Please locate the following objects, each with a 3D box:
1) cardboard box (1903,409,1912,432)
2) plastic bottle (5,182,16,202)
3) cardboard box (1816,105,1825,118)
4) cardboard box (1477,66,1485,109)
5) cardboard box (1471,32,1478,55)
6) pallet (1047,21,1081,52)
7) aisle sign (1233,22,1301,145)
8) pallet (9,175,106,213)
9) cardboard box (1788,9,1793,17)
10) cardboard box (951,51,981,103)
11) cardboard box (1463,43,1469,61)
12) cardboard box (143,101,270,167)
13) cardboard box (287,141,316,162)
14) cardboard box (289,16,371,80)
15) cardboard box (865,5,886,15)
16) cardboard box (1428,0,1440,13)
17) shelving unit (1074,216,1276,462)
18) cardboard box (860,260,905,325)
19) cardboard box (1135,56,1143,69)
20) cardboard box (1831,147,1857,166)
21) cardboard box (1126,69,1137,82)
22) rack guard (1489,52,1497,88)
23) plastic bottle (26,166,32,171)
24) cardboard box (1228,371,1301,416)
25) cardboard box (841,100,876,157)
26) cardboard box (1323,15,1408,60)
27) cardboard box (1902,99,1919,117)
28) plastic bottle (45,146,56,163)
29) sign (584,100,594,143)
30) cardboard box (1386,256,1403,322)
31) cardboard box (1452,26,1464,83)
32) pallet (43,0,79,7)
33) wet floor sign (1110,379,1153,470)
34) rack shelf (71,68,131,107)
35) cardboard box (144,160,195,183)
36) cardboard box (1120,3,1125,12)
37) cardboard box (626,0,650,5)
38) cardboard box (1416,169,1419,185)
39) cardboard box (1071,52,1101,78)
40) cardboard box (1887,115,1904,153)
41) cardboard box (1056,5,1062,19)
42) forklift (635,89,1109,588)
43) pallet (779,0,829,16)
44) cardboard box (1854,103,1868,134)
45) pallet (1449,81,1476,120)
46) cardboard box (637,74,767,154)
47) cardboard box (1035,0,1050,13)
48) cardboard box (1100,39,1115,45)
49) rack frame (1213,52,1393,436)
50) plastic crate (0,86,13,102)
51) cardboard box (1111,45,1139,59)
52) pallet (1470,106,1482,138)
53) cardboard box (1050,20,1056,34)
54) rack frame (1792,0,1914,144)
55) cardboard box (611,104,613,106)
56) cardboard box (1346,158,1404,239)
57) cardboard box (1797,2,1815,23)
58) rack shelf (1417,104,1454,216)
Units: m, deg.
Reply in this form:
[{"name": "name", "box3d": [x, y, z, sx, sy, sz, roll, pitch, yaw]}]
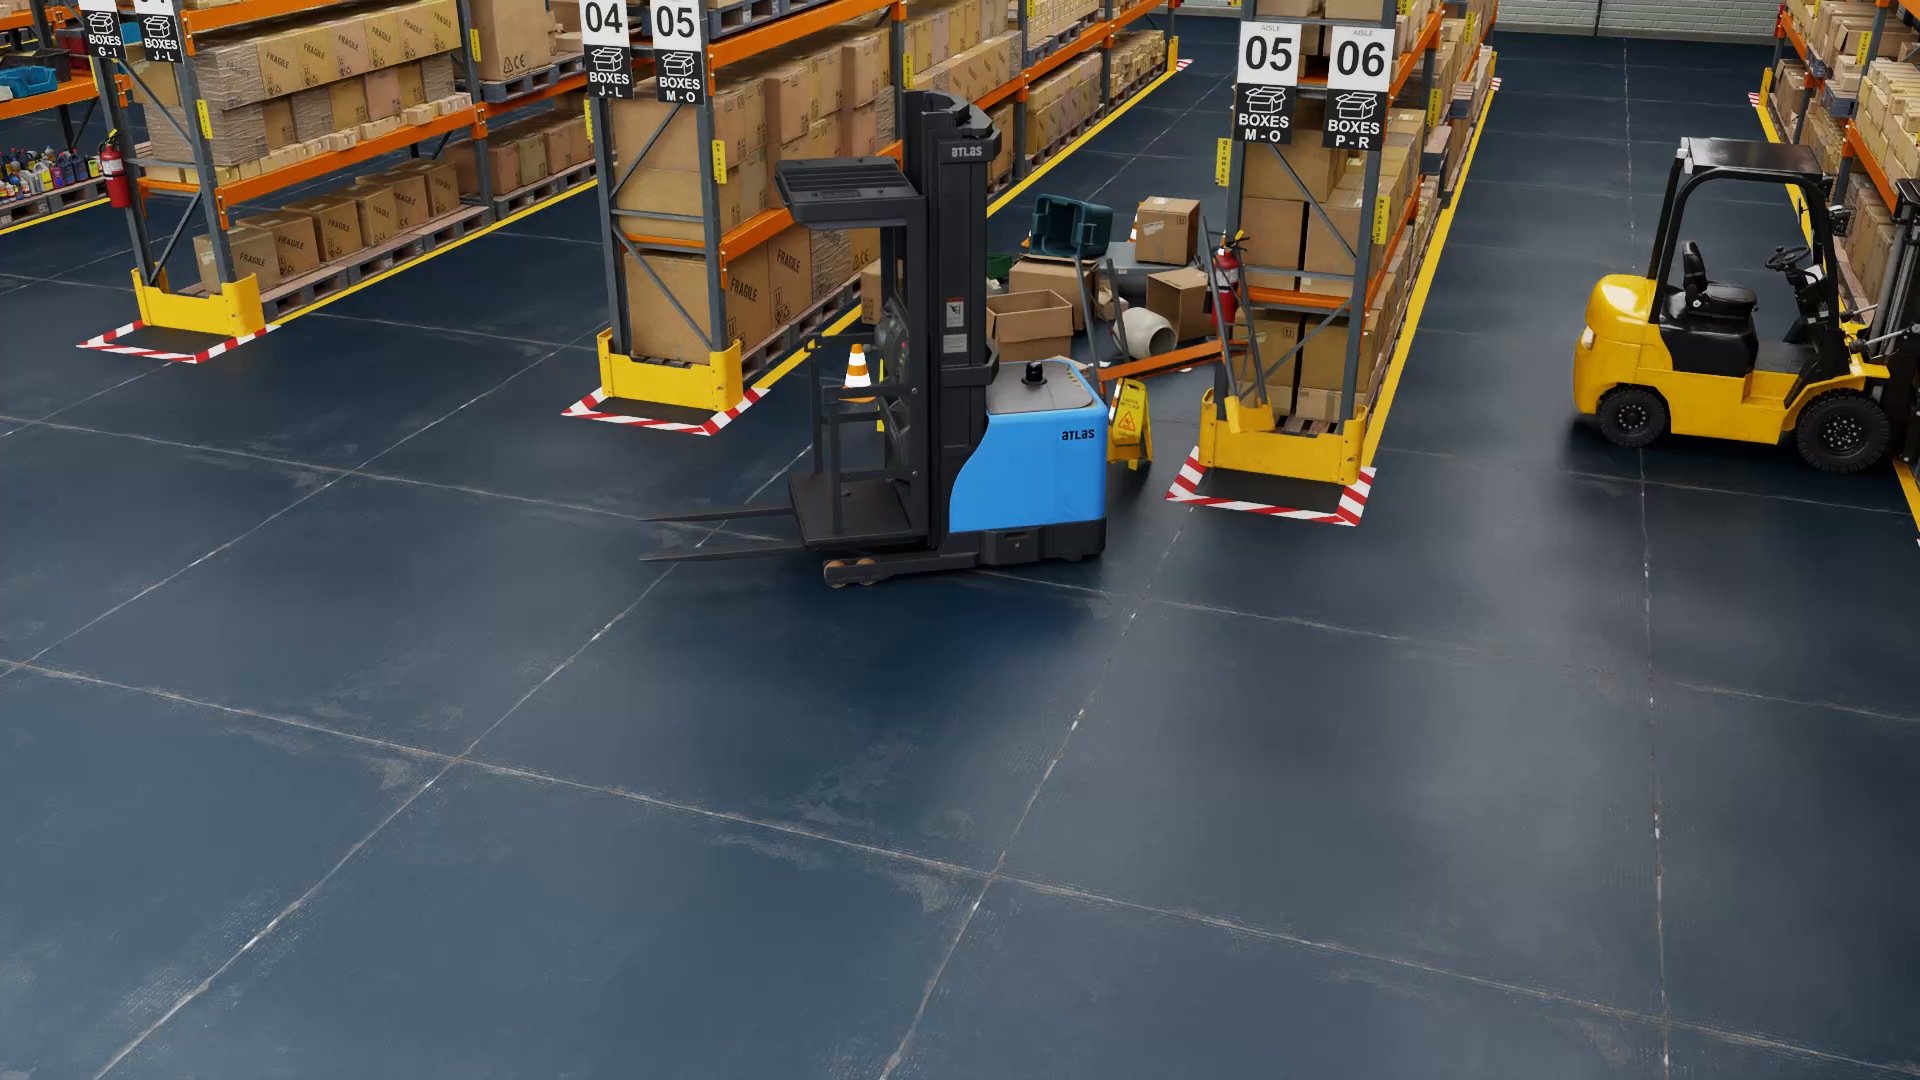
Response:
[{"name": "cardboard box", "box3d": [7.387, -0.960, 12.464, 0.500, 0.250, 0.500, 10, 27, 19]}, {"name": "plastic bottle", "box3d": [-10.593, -3.880, 18.529, 0.097, 0.201, 0.097, 0, 26, 0]}, {"name": "cardboard box", "box3d": [10.631, -5.199, 20.188, 0.380, 0.149, 0.250, 8, 27, 16]}, {"name": "cardboard box", "box3d": [6.946, -6.442, 23.570, 0.875, 0.438, 0.875, 8, 27, 16]}, {"name": "cardboard box", "box3d": [6.257, -6.298, 20.987, 0.500, 0.250, 0.500, 8, 27, 17]}, {"name": "pallet", "box3d": [0.926, -6.561, 21.579, 1.003, 0.211, 1.213, 9, 27, 17]}, {"name": "aisle sign", "box3d": [2.052, -3.051, 11.125, 0.394, 0.787, 0.004, 9, 27, 17]}, {"name": "pallet", "box3d": [-10.602, -4.138, 19.555, 1.003, 0.211, 1.213, 9, 27, 17]}, {"name": "cardboard box", "box3d": [11.984, -7.512, 23.612, 0.380, 0.149, 0.250, 9, 27, 17]}, {"name": "cardboard box", "box3d": [-0.091, -5.027, 18.077, 0.500, 0.500, 0.500, 9, 27, 18]}, {"name": "cardboard box", "box3d": [5.582, -5.694, 19.166, 0.500, 0.250, 0.500, 9, 27, 19]}, {"name": "cardboard box", "box3d": [-6.791, -3.702, 14.998, 0.875, 0.500, 0.500, 9, 27, 17]}, {"name": "cardboard box", "box3d": [-6.328, -3.679, 15.694, 0.380, 0.149, 0.250, 9, 27, 17]}, {"name": "cardboard box", "box3d": [-6.061, -4.733, 15.980, 0.500, 0.500, 0.500, 9, 27, 17]}, {"name": "cardboard box", "box3d": [-1.813, -8.834, 28.010, 0.875, 0.875, 0.875, 9, 27, 17]}, {"name": "cardboard box", "box3d": [3.860, -4.571, 14.094, 0.380, 0.149, 0.250, 9, 27, 18]}, {"name": "shelving unit", "box3d": [1.499, -1.403, 11.798, 1.083, 1.500, 0.587, -11, -2, 36]}, {"name": "cardboard box", "box3d": [-0.574, -2.273, 15.369, 0.500, 0.500, 0.500, 14, 29, 26]}, {"name": "cardboard box", "box3d": [2.562, -7.249, 25.227, 0.380, 0.149, 0.250, 9, 27, 18]}, {"name": "cardboard box", "box3d": [9.677, -4.146, 18.012, 0.380, 0.149, 0.250, 7, 27, 15]}, {"name": "cardboard box", "box3d": [2.455, -7.020, 25.096, 0.380, 0.149, 0.250, 8, 27, 16]}, {"name": "rack guard", "box3d": [7.678, -7.324, 25.803, 1.175, 0.500, 0.348, 9, 27, 17]}, {"name": "plastic bottle", "box3d": [-10.558, -4.125, 18.939, 0.061, 0.283, 0.133, 9, 27, 17]}, {"name": "cardboard box", "box3d": [2.369, -1.196, 12.952, 0.500, 0.250, 0.500, 9, 27, 17]}, {"name": "cardboard box", "box3d": [-1.298, -3.869, 15.627, 0.875, 0.550, 0.550, 9, 27, 17]}, {"name": "cardboard box", "box3d": [2.764, -3.448, 11.319, 0.500, 0.250, 0.500, 8, 27, 17]}, {"name": "cardboard box", "box3d": [8.660, -3.828, 14.856, 0.380, 0.149, 0.250, 9, 27, 18]}, {"name": "plastic bottle", "box3d": [-10.859, -4.566, 19.864, 0.097, 0.271, 0.097, 0, 26, 0]}, {"name": "sign", "box3d": [-2.863, -3.252, 12.925, 0.100, 0.325, 0.005, 9, 27, 17]}, {"name": "cardboard box", "box3d": [3.397, -2.096, 13.949, 0.500, 0.500, 0.500, 10, 28, 20]}, {"name": "cardboard box", "box3d": [4.957, -5.078, 17.358, 0.500, 0.500, 0.500, 8, 27, 17]}, {"name": "pallet", "box3d": [-13.519, -8.229, 25.024, 1.213, 0.211, 1.003, 9, 27, 17]}, {"name": "wet floor sign", "box3d": [1.273, -0.881, 12.330, 0.267, 0.644, 0.232, 20, 32, 35]}, {"name": "rack shelf", "box3d": [-9.674, -6.161, 21.359, 1.077, 0.370, 4.000, 9, 27, 17]}, {"name": "cardboard box", "box3d": [-7.099, -3.335, 14.984, 0.380, 0.149, 0.250, 9, 27, 17]}, {"name": "cardboard box", "box3d": [2.191, -7.772, 24.149, 0.380, 0.149, 0.250, 8, 27, 15]}, {"name": "cardboard box", "box3d": [-2.565, -4.197, 12.726, 0.380, 0.149, 0.250, 9, 27, 17]}, {"name": "cardboard box", "box3d": [3.857, -3.218, 14.743, 0.380, 0.149, 0.250, 8, 27, 17]}, {"name": "cardboard box", "box3d": [1.628, -6.530, 22.821, 0.500, 0.250, 0.500, 8, 27, 16]}, {"name": "cardboard box", "box3d": [8.621, -3.608, 14.857, 0.500, 0.250, 0.500, 9, 27, 18]}, {"name": "cardboard box", "box3d": [1.084, -6.737, 21.187, 0.380, 0.149, 0.250, 8, 27, 17]}, {"name": "forklift", "box3d": [-0.610, -1.266, 10.501, 3.031, 2.935, 1.130, -5, 26, -10]}, {"name": "pallet", "box3d": [-1.715, -4.660, 14.092, 1.003, 0.211, 1.213, 9, 27, 17]}, {"name": "cardboard box", "box3d": [9.312, -4.219, 16.694, 0.500, 0.250, 0.500, 9, 27, 18]}, {"name": "pallet", "box3d": [4.871, -4.757, 17.853, 1.213, 0.211, 1.003, 9, 27, 17]}, {"name": "cardboard box", "box3d": [-2.100, -3.480, 13.584, 0.875, 0.550, 0.550, 9, 27, 17]}, {"name": "cardboard box", "box3d": [0.904, -6.653, 20.673, 0.380, 0.149, 0.250, 8, 27, 15]}, {"name": "cardboard box", "box3d": [2.185, -7.681, 25.778, 0.380, 0.149, 0.250, 10, 28, 19]}, {"name": "rack frame", "box3d": [2.346, -1.864, 11.658, 1.000, 3.000, 0.127, 9, 27, 17]}, {"name": "plastic crate", "box3d": [-10.641, -4.840, 18.108, 0.530, 0.136, 0.437, 9, 27, 17]}, {"name": "cardboard box", "box3d": [2.491, -7.395, 25.189, 0.380, 0.149, 0.250, 9, 27, 18]}, {"name": "pallet", "box3d": [6.666, -5.841, 23.072, 1.003, 0.211, 1.213, 9, 27, 17]}, {"name": "cardboard box", "box3d": [0.999, -6.500, 21.040, 0.380, 0.149, 0.250, 10, 27, 19]}, {"name": "rack frame", "box3d": [11.021, -6.077, 20.359, 1.000, 3.000, 0.127, 9, 27, 17]}, {"name": "cardboard box", "box3d": [-4.542, -5.383, 21.290, 0.700, 0.500, 0.500, 7, 27, 15]}, {"name": "cardboard box", "box3d": [3.102, -2.620, 12.764, 0.500, 0.500, 0.500, 8, 27, 16]}, {"name": "cardboard box", "box3d": [11.464, -7.011, 22.118, 0.500, 0.250, 0.500, 8, 27, 16]}, {"name": "rack shelf", "box3d": [4.342, -4.006, 16.907, 1.077, 0.370, 4.000, 9, 27, 17]}]
